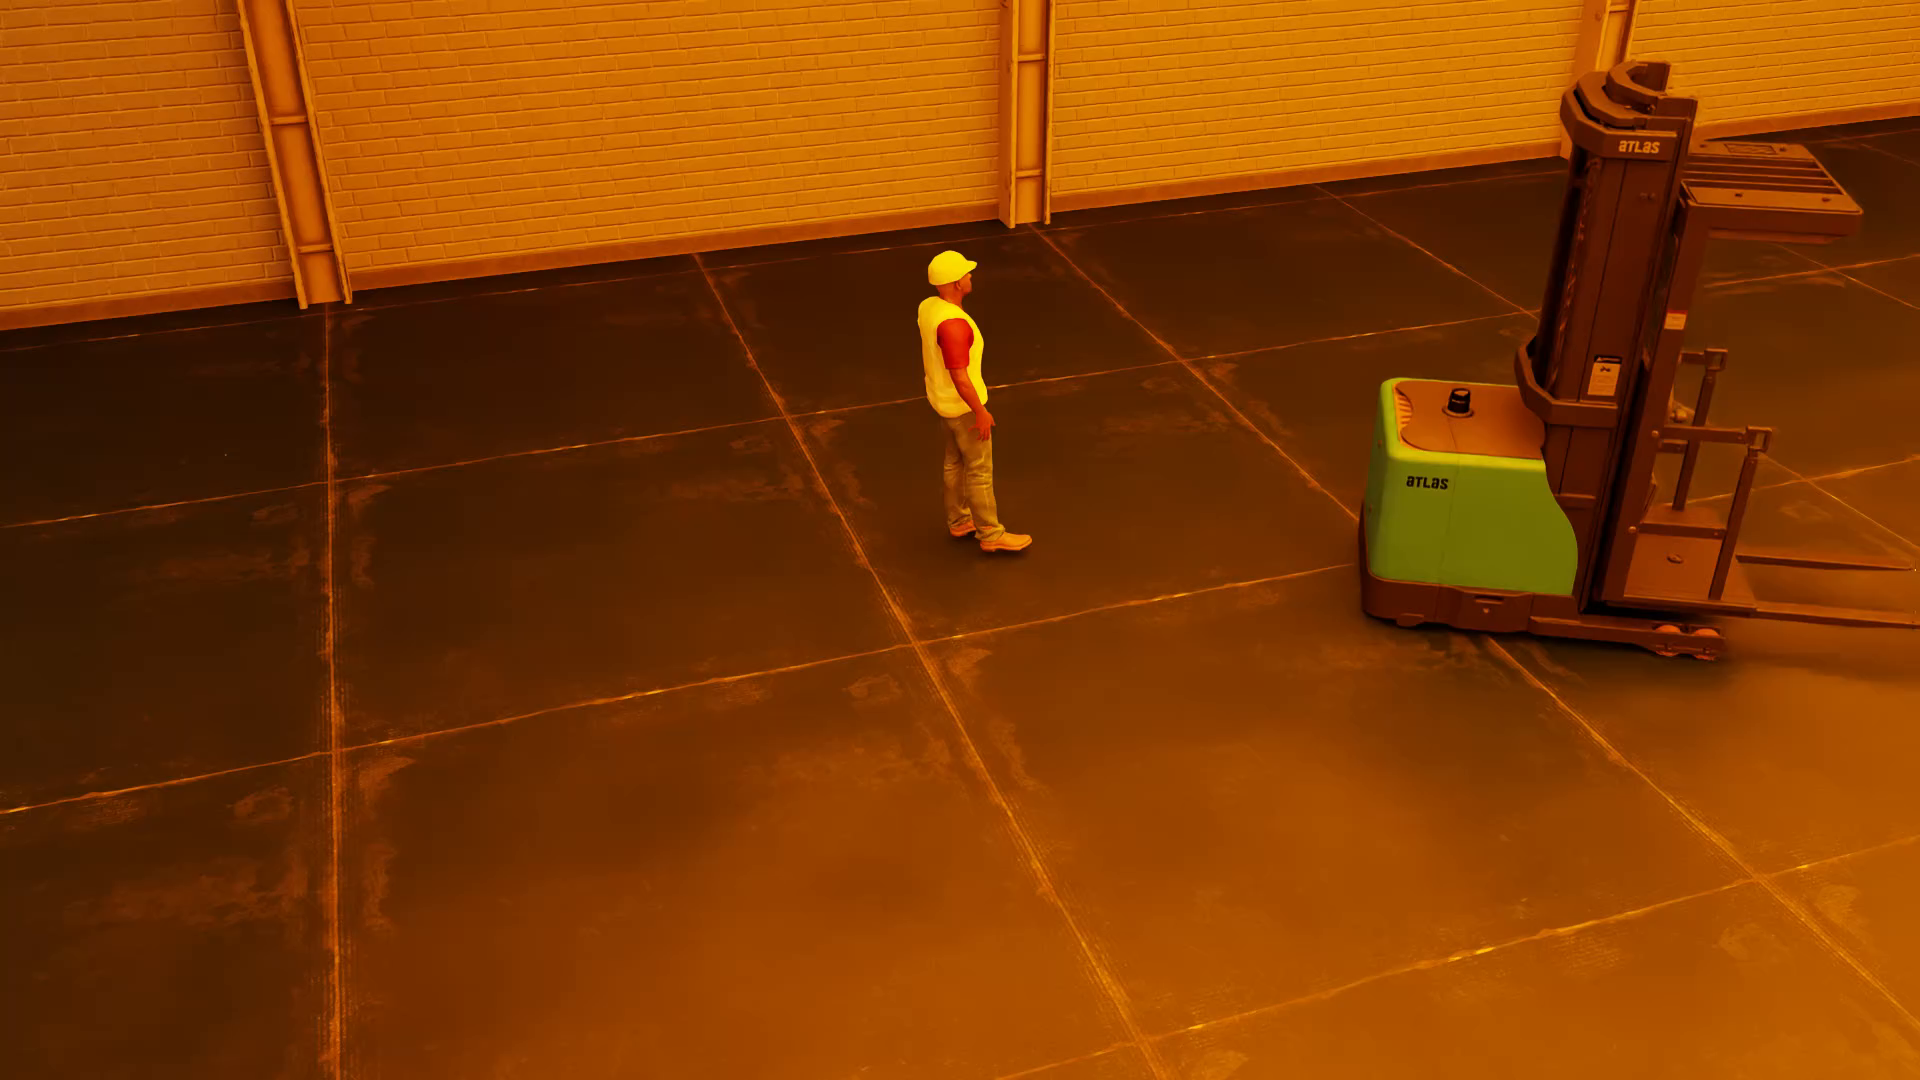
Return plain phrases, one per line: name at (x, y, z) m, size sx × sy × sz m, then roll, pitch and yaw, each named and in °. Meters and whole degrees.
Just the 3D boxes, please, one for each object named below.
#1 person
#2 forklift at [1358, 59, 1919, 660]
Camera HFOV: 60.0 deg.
person at (0.068, -0.815, 9.576) m, size 0.575 × 1.767 × 0.665 m, roll -10°, pitch 31°, yaw -16°
forklift at (3.801, -0.915, 8.677) m, size 3.031 × 2.935 × 1.130 m, roll 5°, pitch 30°, yaw 9°
